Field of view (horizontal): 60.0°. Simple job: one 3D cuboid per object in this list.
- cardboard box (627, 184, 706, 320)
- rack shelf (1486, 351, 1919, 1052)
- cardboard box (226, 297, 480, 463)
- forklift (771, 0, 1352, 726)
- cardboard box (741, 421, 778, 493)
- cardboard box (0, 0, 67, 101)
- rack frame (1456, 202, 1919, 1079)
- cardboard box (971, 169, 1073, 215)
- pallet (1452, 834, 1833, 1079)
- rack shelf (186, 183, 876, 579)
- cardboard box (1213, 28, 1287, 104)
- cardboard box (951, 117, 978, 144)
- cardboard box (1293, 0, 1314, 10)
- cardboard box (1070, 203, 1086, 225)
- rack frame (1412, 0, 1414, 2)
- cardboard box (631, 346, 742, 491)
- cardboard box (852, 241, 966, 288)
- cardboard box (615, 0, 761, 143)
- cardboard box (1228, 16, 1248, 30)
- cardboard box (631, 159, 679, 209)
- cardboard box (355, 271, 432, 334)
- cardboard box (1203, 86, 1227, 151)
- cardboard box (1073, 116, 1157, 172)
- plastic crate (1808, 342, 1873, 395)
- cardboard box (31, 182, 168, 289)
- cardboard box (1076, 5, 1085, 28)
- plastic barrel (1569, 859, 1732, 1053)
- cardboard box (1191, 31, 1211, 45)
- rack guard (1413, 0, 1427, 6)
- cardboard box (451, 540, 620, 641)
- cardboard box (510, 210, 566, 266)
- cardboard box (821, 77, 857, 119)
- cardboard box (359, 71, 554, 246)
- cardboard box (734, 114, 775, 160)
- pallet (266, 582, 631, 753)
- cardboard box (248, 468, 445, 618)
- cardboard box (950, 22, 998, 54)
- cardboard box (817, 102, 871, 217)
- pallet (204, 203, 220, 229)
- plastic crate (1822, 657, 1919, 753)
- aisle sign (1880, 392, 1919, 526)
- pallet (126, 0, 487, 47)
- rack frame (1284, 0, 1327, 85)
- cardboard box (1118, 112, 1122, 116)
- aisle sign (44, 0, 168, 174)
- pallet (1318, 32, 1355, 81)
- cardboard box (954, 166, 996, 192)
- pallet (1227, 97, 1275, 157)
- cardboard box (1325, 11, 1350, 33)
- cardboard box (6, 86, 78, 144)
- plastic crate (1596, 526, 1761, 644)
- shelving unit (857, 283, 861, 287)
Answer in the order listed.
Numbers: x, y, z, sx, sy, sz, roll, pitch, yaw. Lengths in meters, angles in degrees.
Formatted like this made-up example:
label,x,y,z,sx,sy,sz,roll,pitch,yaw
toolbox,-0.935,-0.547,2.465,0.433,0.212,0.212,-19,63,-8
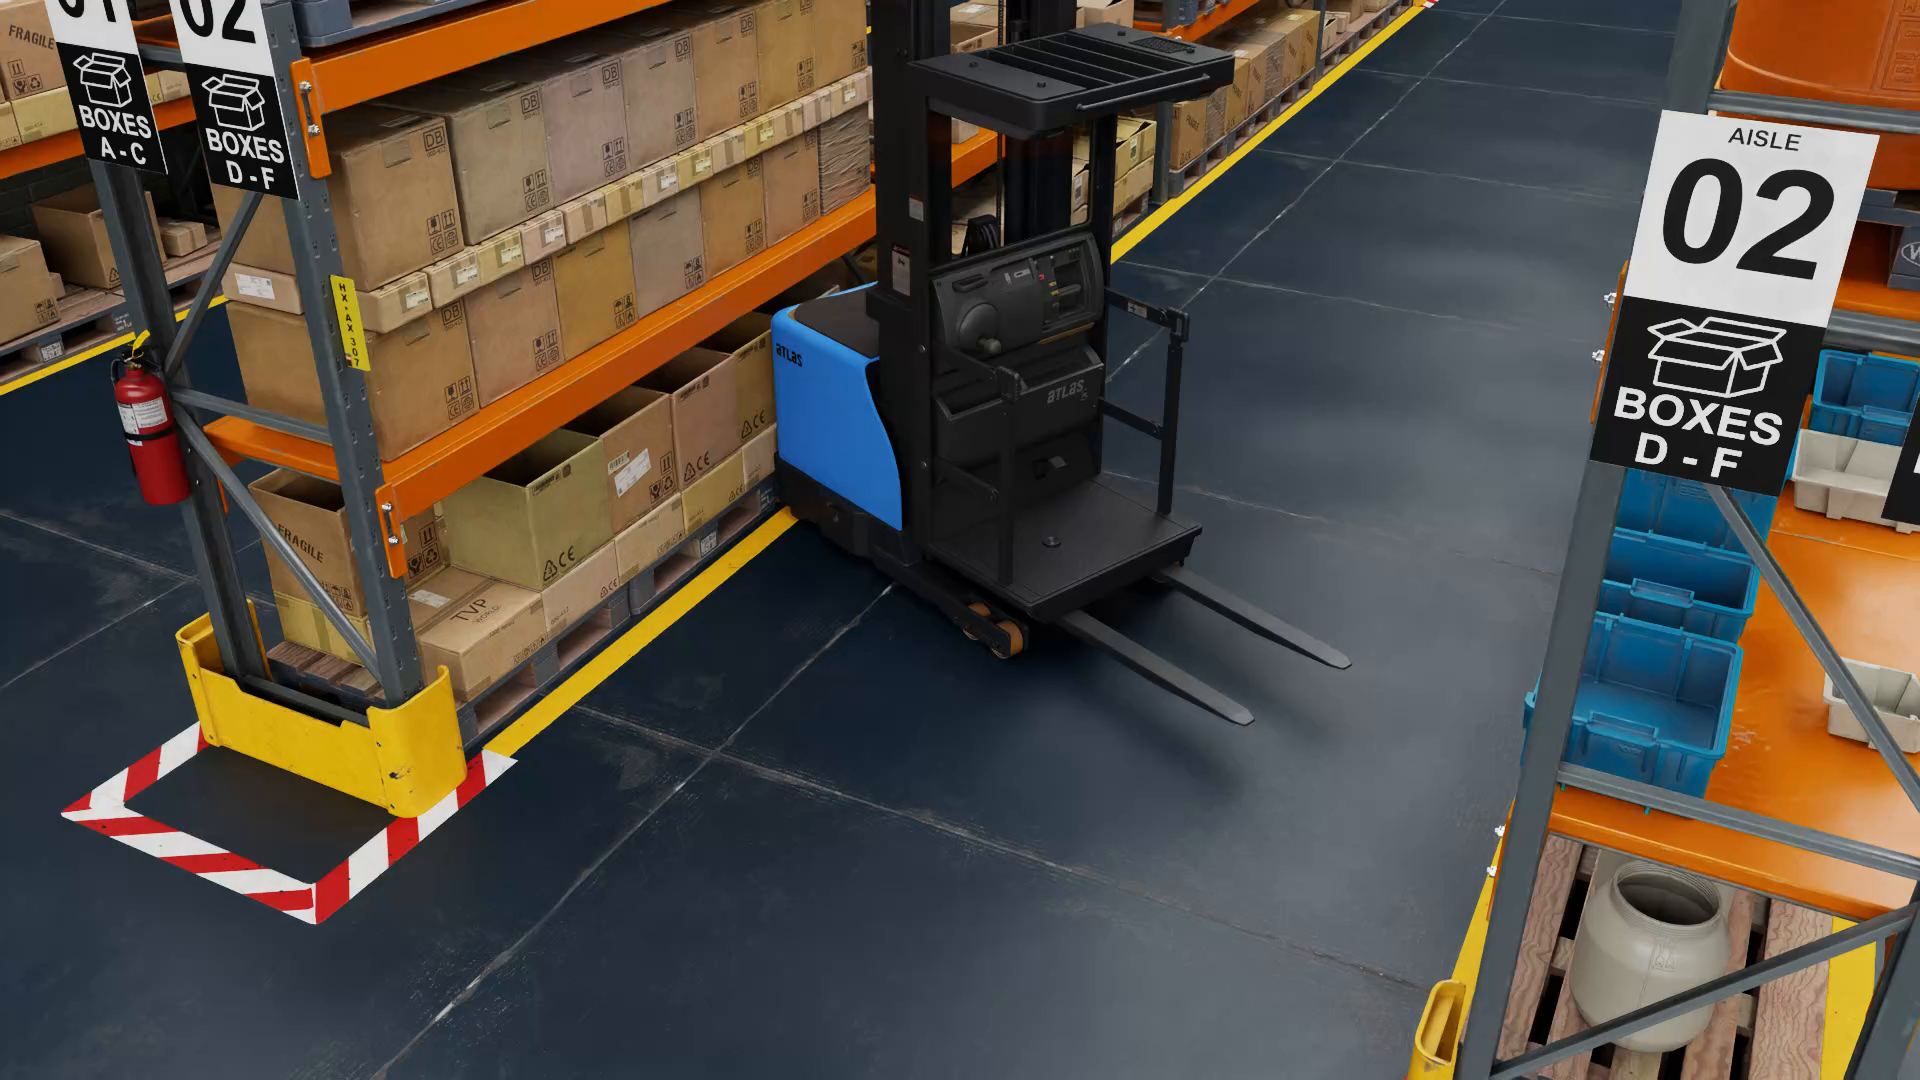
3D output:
label,x,y,z,sx,sy,sz,roll,pitch,yaw
cardboard box,-1.597,-1.374,7.531,0.700,0.500,0.500,15,33,25
rack shelf,2.795,0.111,5.768,1.077,0.370,4.000,14,33,23
cardboard box,-2.300,-0.687,6.335,0.700,0.500,0.500,14,33,23
forklift,0.402,-1.033,7.105,1.130,2.935,3.031,-23,37,-34
cardboard box,-1.170,-0.503,8.454,0.500,0.250,0.500,14,33,23
cardboard box,-5.515,-2.881,9.633,0.500,0.500,0.500,13,32,22
rack frame,1.884,0.685,4.045,1.000,3.000,0.127,14,33,23
cardboard box,0.407,-2.255,10.941,0.500,0.311,0.500,15,33,25
pallet,2.251,1.491,5.441,1.003,0.211,1.213,14,33,23
rack shelf,-1.613,-1.015,7.727,1.077,0.370,4.000,14,33,23
cardboard box,2.511,-4.143,14.521,0.500,0.500,0.500,15,33,24
cardboard box,-0.116,-2.451,9.758,0.380,0.149,0.250,14,33,23
cardboard box,3.291,-5.434,16.959,0.500,0.311,0.500,14,33,23
cardboard box,0.634,-2.236,11.471,0.500,0.250,0.500,15,33,24
rack frame,4.765,-7.533,18.356,1.000,3.000,0.127,14,33,23
cardboard box,-1.396,-0.607,7.881,0.500,0.500,0.500,14,33,23
cardboard box,-0.292,-1.573,9.753,0.500,0.311,0.500,14,33,23
cardboard box,-1.356,-2.175,7.622,0.700,0.500,0.500,14,33,23
cardboard box,2.272,-4.468,15.088,0.500,0.500,0.500,15,33,24
cardboard box,-1.453,-1.571,7.222,0.380,0.149,0.250,15,33,24
cardboard box,-2.154,-0.890,6.036,0.380,0.149,0.250,14,33,23
cardboard box,1.816,-3.464,13.338,0.500,0.500,0.500,13,32,22
cardboard box,1.101,-2.931,12.119,0.500,0.311,0.500,15,33,25
plastic crate,3.354,-0.858,6.794,0.767,0.338,0.504,14,33,23
cardboard box,-5.551,-1.973,10.742,0.500,0.500,0.500,12,32,20
cardboard box,0.541,-3.595,11.588,0.500,0.311,0.500,14,33,23
plastic barrel,2.116,1.273,5.098,0.421,0.512,0.421,0,30,0
cardboard box,1.822,-4.367,14.158,0.500,0.250,0.500,14,33,22
rack guard,4.730,-6.415,18.920,1.175,0.500,0.348,14,33,23
cardboard box,-1.857,0.160,7.298,0.500,0.250,0.500,14,33,23
cardboard box,-1.804,-1.229,6.626,0.380,0.149,0.250,14,33,23
cardboard box,-0.749,-2.260,8.421,0.380,0.149,0.250,14,33,22
cardboard box,-2.041,-1.508,6.461,0.700,0.500,0.500,13,32,22
cardboard box,-1.100,-1.918,7.826,0.380,0.149,0.250,14,33,23
pallet,-2.213,0.421,7.305,1.003,0.211,1.213,14,33,23
cardboard box,-2.545,-0.060,6.929,0.500,0.500,0.500,14,33,23
cardboard box,-0.097,-2.827,10.060,0.500,0.500,0.500,17,34,27
cardboard box,-0.898,-2.059,8.722,0.700,0.500,0.500,13,32,22
pallet,-4.760,-2.472,12.342,1.003,0.211,1.213,14,33,23
plastic crate,2.578,0.476,4.674,0.298,0.136,0.250,14,33,23
aisle sign,2.112,-0.344,3.226,0.394,0.787,0.004,14,33,23
pallet,-2.179,-2.010,5.815,1.003,0.211,1.213,14,33,23
rack frame,2.943,-5.760,15.268,1.000,3.000,0.127,14,33,23
cardboard box,1.337,-3.561,13.508,0.500,0.500,0.500,16,33,25
aisle sign,-2.815,-1.605,5.422,0.394,0.787,0.004,14,33,23
pallet,3.256,-4.855,16.492,1.003,0.211,1.213,14,33,23
cardboard box,-0.079,-2.366,11.133,0.500,0.311,0.500,14,33,23
pallet,2.051,-3.639,14.374,1.003,0.211,1.213,14,33,23
cardboard box,3.711,-5.245,16.774,0.380,0.166,0.250,14,33,23
cardboard box,-5.509,-2.555,9.817,0.500,0.250,0.500,14,33,23
plastic crate,2.146,0.173,5.085,0.499,0.251,0.408,14,33,23
shelving unit,-0.455,-0.899,8.886,0.258,0.900,0.210,12,34,25
